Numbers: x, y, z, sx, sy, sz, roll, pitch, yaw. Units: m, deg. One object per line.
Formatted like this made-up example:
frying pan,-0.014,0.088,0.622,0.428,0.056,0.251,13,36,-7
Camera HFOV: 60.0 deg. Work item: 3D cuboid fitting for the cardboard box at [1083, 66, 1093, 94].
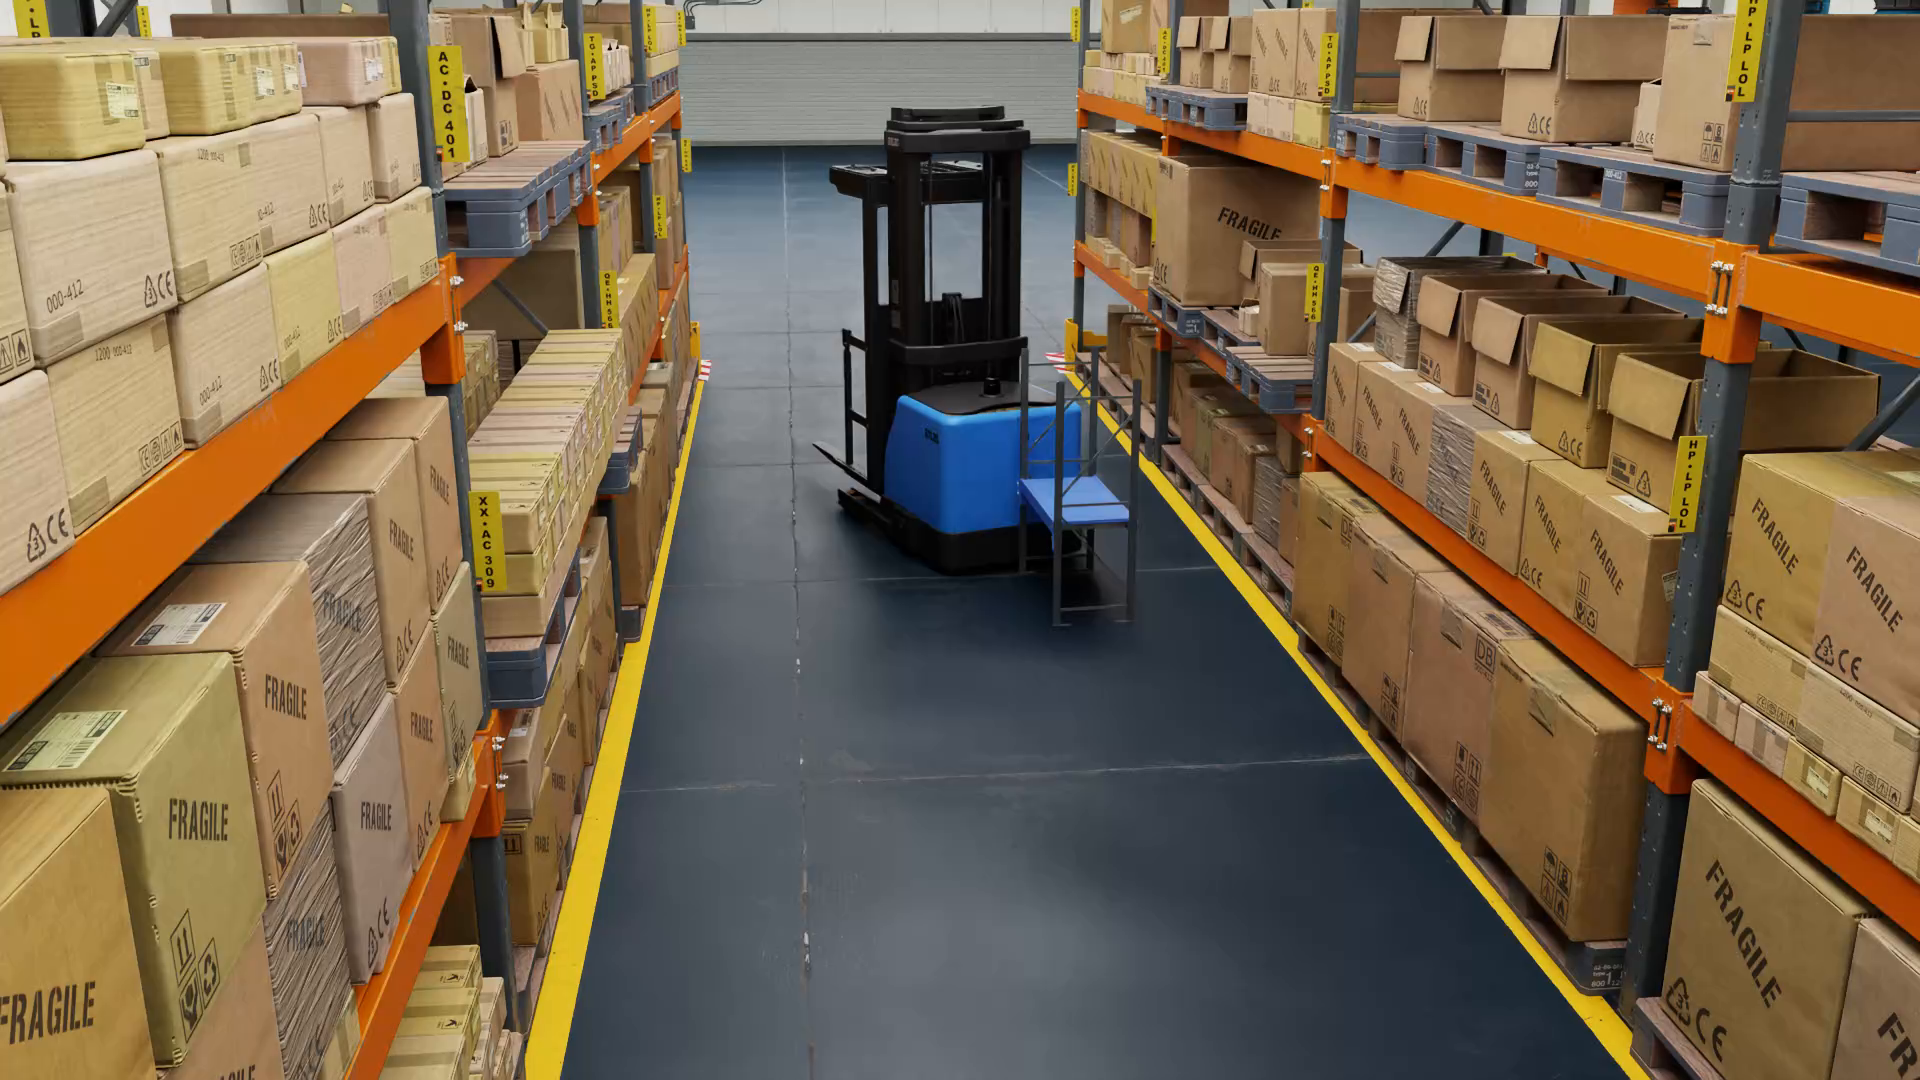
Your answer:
cardboard box,1.478,-4.469,16.148,0.500,0.250,0.500,-1,17,-4

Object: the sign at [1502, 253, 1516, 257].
sign,3.062,-1.448,9.350,0.100,0.325,0.005,-2,18,-6

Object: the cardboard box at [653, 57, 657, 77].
cardboard box,-2.574,-3.702,13.005,0.380,0.149,0.250,-2,18,-5

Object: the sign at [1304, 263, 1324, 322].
sign,1.972,-1.373,9.242,0.100,0.325,0.005,-2,18,-6

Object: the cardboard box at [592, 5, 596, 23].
cardboard box,-3.437,-4.666,14.744,0.380,0.149,0.250,-2,18,-7

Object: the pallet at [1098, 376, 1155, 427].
pallet,1.864,-1.303,15.474,1.003,0.211,1.213,-2,18,-6

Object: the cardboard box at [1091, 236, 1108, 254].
cardboard box,1.495,-2.899,16.324,0.380,0.149,0.250,-2,18,-6

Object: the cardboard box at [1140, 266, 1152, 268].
cardboard box,1.770,-2.306,14.432,0.380,0.149,0.250,-2,18,-6

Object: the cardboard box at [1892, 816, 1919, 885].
cardboard box,2.733,0.843,4.403,0.380,0.149,0.250,-2,18,-6

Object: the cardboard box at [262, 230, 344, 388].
cardboard box,-1.609,-0.484,3.455,0.500,0.250,0.500,-2,18,-6

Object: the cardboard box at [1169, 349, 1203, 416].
cardboard box,2.030,-1.368,14.500,0.500,0.500,0.500,4,18,12

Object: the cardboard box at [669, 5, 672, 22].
cardboard box,-2.807,-4.760,15.044,0.380,0.149,0.250,-1,17,-5

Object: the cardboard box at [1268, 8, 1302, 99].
cardboard box,2.149,-2.882,9.840,0.500,0.500,0.500,-2,18,-6

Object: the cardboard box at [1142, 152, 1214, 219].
cardboard box,1.778,-2.862,13.452,0.500,0.500,0.500,-2,18,-6

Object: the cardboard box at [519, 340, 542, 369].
cardboard box,-2.211,-0.945,9.511,0.500,0.500,0.500,-2,17,-5

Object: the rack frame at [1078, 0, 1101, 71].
rack frame,1.685,-6.124,16.159,1.000,3.000,0.127,-2,18,-6

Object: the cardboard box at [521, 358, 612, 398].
cardboard box,-1.845,-0.755,7.799,0.380,0.149,0.250,-1,17,-4

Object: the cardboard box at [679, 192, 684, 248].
cardboard box,-3.175,-3.101,16.295,0.875,0.550,0.550,-2,18,-6

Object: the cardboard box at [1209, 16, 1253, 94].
cardboard box,2.146,-3.327,11.384,0.797,0.503,0.637,-1,17,-3

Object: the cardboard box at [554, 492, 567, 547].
cardboard box,-1.660,-0.071,6.117,0.380,0.149,0.250,-1,17,-4

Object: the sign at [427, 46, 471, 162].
sign,-1.482,-1.260,4.812,0.100,0.325,0.005,-2,18,-6

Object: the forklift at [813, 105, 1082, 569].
forklift,-0.254,-1.607,11.901,1.130,2.935,3.031,-8,19,-24

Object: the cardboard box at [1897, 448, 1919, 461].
cardboard box,3.236,0.014,5.125,0.500,0.500,0.500,-1,17,-4

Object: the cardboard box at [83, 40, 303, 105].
cardboard box,-1.703,-1.035,3.708,0.380,0.149,0.250,-1,17,-4

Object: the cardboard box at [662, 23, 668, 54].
cardboard box,-2.777,-4.302,14.250,0.500,0.250,0.500,-2,18,-5

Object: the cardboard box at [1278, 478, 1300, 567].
cardboard box,2.421,-0.094,10.408,0.700,0.500,0.500,-3,18,-9

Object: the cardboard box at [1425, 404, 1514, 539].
cardboard box,2.451,-0.317,7.513,0.500,0.500,0.500,-2,18,-5

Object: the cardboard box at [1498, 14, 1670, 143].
cardboard box,2.742,-1.951,7.002,0.797,0.503,0.637,-2,18,-6

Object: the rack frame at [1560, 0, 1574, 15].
rack frame,6.612,-6.277,16.647,1.000,3.000,0.127,-2,18,-6

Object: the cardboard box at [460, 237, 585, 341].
cardboard box,-2.470,-1.414,9.336,0.700,0.500,0.500,-2,18,-6

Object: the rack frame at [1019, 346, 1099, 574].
rack frame,0.637,-0.507,10.788,0.500,1.500,0.032,-3,18,-9

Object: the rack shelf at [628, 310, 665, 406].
rack shelf,-2.640,-1.007,11.079,1.077,0.370,4.000,-2,18,-6

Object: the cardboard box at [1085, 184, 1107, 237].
cardboard box,1.715,-3.286,16.474,0.875,0.500,0.500,-2,18,-6

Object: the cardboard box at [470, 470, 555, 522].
cardboard box,-1.639,-0.142,5.846,0.380,0.149,0.250,-1,17,-4

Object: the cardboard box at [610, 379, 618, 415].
cardboard box,-1.871,-0.686,8.077,0.380,0.149,0.250,-1,17,-4

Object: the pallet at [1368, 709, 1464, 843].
pallet,2.639,1.052,7.973,1.003,0.211,1.213,-2,18,-6

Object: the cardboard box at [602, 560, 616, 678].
cardboard box,-2.106,0.425,8.786,0.500,0.500,0.500,-2,18,-6

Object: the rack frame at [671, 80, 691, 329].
rack frame,-3.259,-3.138,16.666,1.000,3.000,0.127,-2,18,-6

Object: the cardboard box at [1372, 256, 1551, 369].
cardboard box,2.570,-1.186,8.605,0.797,0.503,0.637,-1,17,-4

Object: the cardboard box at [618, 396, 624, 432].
cardboard box,-1.902,-0.629,8.390,0.380,0.149,0.250,-2,18,-6

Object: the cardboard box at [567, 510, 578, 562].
cardboard box,-1.685,-0.007,6.410,0.380,0.149,0.250,-2,18,-5

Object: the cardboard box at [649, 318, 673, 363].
cardboard box,-2.841,-1.323,13.729,0.875,0.875,0.875,-2,17,-5

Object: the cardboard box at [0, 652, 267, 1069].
cardboard box,-1.480,0.514,2.699,0.500,0.500,0.500,-2,18,-7

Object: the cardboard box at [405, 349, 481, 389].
cardboard box,-2.527,-0.822,8.014,0.380,0.149,0.250,-2,18,-6

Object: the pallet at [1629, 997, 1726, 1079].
pallet,2.924,1.873,5.358,1.003,0.211,1.213,-2,18,-6

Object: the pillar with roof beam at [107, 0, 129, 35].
pillar with roof beam,-11.508,-10.924,31.448,9.100,9.000,0.400,-2,18,-6

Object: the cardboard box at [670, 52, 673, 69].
cardboard box,-2.782,-4.306,14.928,0.380,0.149,0.250,-2,18,-6

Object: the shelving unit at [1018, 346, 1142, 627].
shelving unit,0.721,-0.357,10.310,0.538,1.500,1.048,-3,18,-9

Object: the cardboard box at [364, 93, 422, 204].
cardboard box,-1.720,-1.032,4.363,0.500,0.250,0.500,-3,18,-8

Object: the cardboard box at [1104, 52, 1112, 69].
cardboard box,1.541,-4.415,15.308,0.380,0.149,0.250,-2,18,-6

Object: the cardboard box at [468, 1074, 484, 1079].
cardboard box,-1.587,1.698,4.821,0.380,0.149,0.250,-2,18,-8

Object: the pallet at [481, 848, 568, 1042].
pallet,-2.103,1.535,6.434,1.003,0.211,1.213,-2,18,-6

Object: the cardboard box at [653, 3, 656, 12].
cardboard box,-2.599,-4.157,13.122,0.380,0.149,0.250,-2,18,-6

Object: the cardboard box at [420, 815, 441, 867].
cardboard box,-1.656,0.790,4.574,0.380,0.149,0.250,-1,17,-3

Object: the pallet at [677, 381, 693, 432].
pallet,-2.976,-1.209,15.177,1.003,0.211,1.213,-2,18,-6

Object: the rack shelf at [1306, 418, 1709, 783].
rack shelf,2.717,0.061,7.676,1.077,0.370,4.000,-2,18,-6

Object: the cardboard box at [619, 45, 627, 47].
cardboard box,-2.614,-3.349,11.710,0.500,0.250,0.500,-2,17,-5

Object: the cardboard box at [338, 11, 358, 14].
cardboard box,-2.547,-2.241,7.356,0.396,0.266,0.258,-2,18,-6

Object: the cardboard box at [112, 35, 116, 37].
cardboard box,-7.855,-4.477,15.011,0.380,0.149,0.250,-1,17,-5
